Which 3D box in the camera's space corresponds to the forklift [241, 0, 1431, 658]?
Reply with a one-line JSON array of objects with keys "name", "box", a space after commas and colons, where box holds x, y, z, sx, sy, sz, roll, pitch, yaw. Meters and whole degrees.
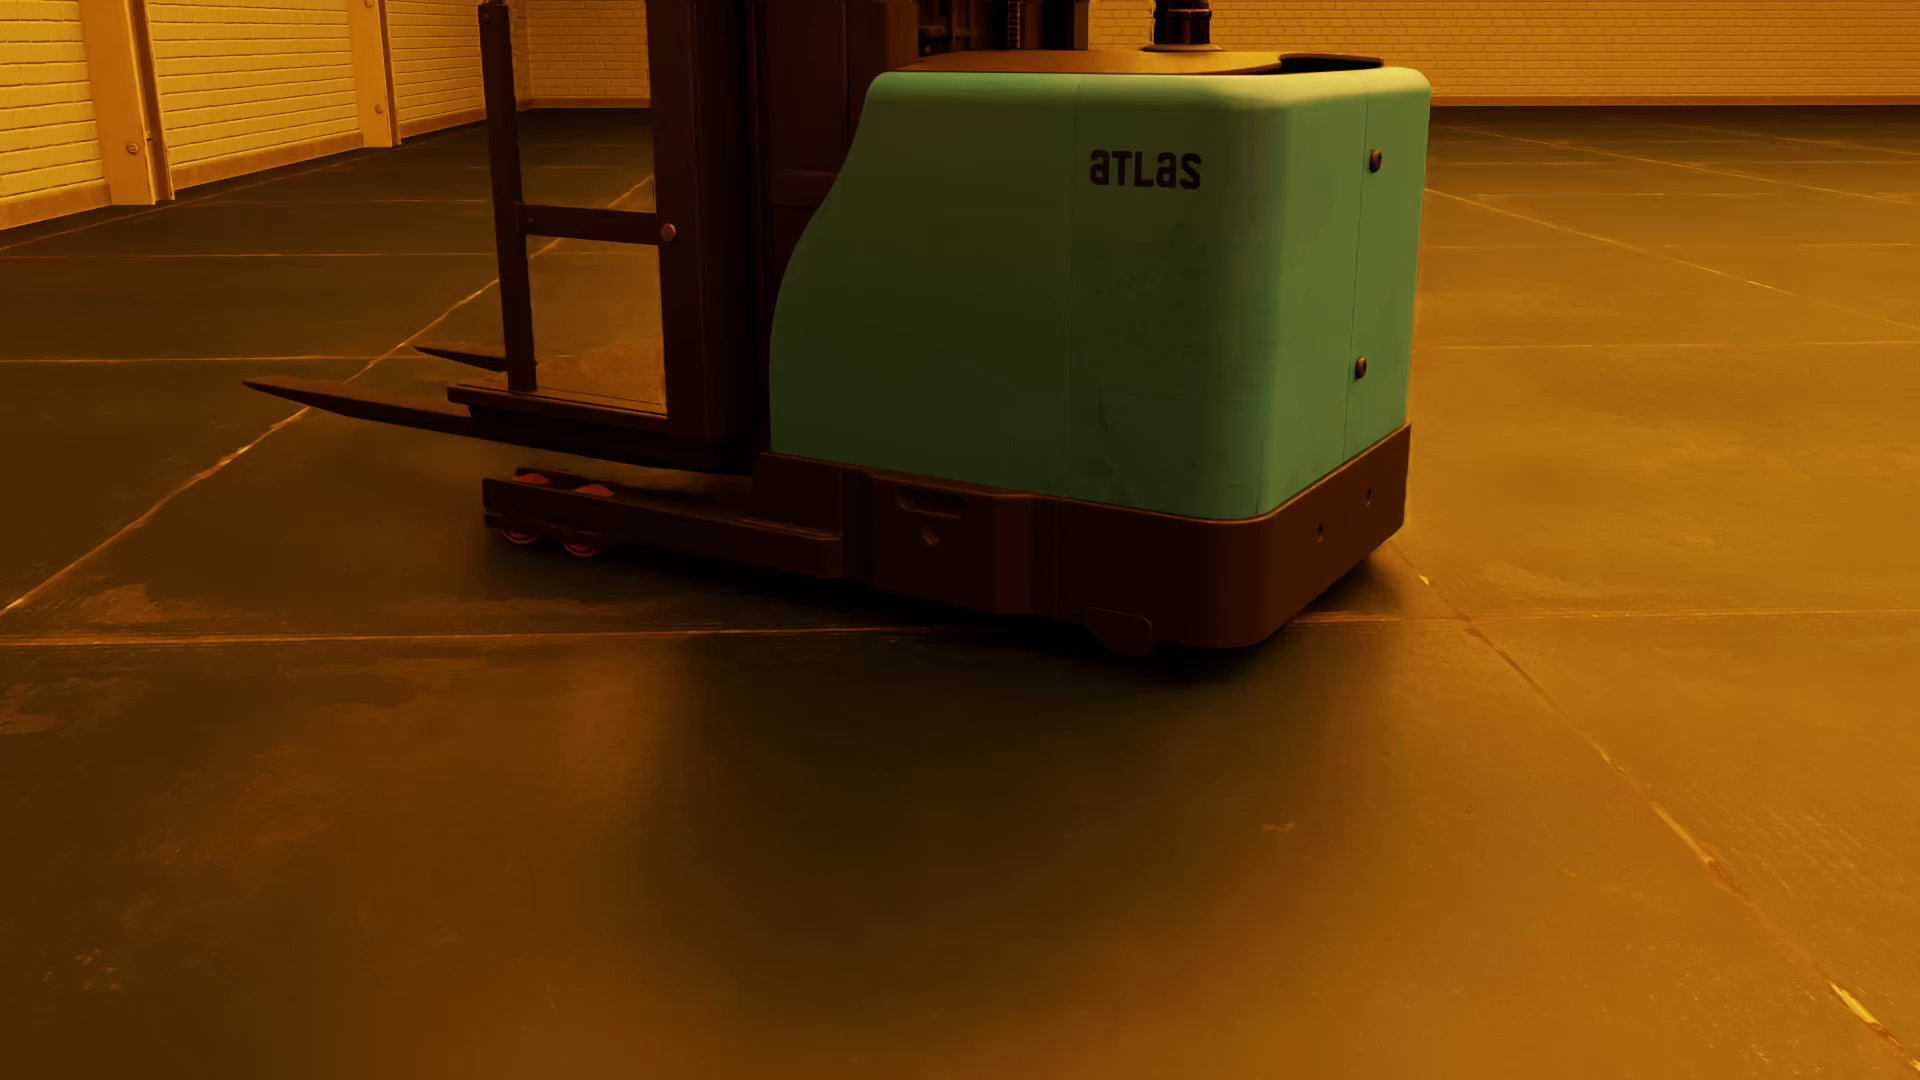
[{"name": "forklift", "box": [-0.518, -1.483, 3.754, 3.031, 2.935, 1.130, 10, 20, 30]}]
